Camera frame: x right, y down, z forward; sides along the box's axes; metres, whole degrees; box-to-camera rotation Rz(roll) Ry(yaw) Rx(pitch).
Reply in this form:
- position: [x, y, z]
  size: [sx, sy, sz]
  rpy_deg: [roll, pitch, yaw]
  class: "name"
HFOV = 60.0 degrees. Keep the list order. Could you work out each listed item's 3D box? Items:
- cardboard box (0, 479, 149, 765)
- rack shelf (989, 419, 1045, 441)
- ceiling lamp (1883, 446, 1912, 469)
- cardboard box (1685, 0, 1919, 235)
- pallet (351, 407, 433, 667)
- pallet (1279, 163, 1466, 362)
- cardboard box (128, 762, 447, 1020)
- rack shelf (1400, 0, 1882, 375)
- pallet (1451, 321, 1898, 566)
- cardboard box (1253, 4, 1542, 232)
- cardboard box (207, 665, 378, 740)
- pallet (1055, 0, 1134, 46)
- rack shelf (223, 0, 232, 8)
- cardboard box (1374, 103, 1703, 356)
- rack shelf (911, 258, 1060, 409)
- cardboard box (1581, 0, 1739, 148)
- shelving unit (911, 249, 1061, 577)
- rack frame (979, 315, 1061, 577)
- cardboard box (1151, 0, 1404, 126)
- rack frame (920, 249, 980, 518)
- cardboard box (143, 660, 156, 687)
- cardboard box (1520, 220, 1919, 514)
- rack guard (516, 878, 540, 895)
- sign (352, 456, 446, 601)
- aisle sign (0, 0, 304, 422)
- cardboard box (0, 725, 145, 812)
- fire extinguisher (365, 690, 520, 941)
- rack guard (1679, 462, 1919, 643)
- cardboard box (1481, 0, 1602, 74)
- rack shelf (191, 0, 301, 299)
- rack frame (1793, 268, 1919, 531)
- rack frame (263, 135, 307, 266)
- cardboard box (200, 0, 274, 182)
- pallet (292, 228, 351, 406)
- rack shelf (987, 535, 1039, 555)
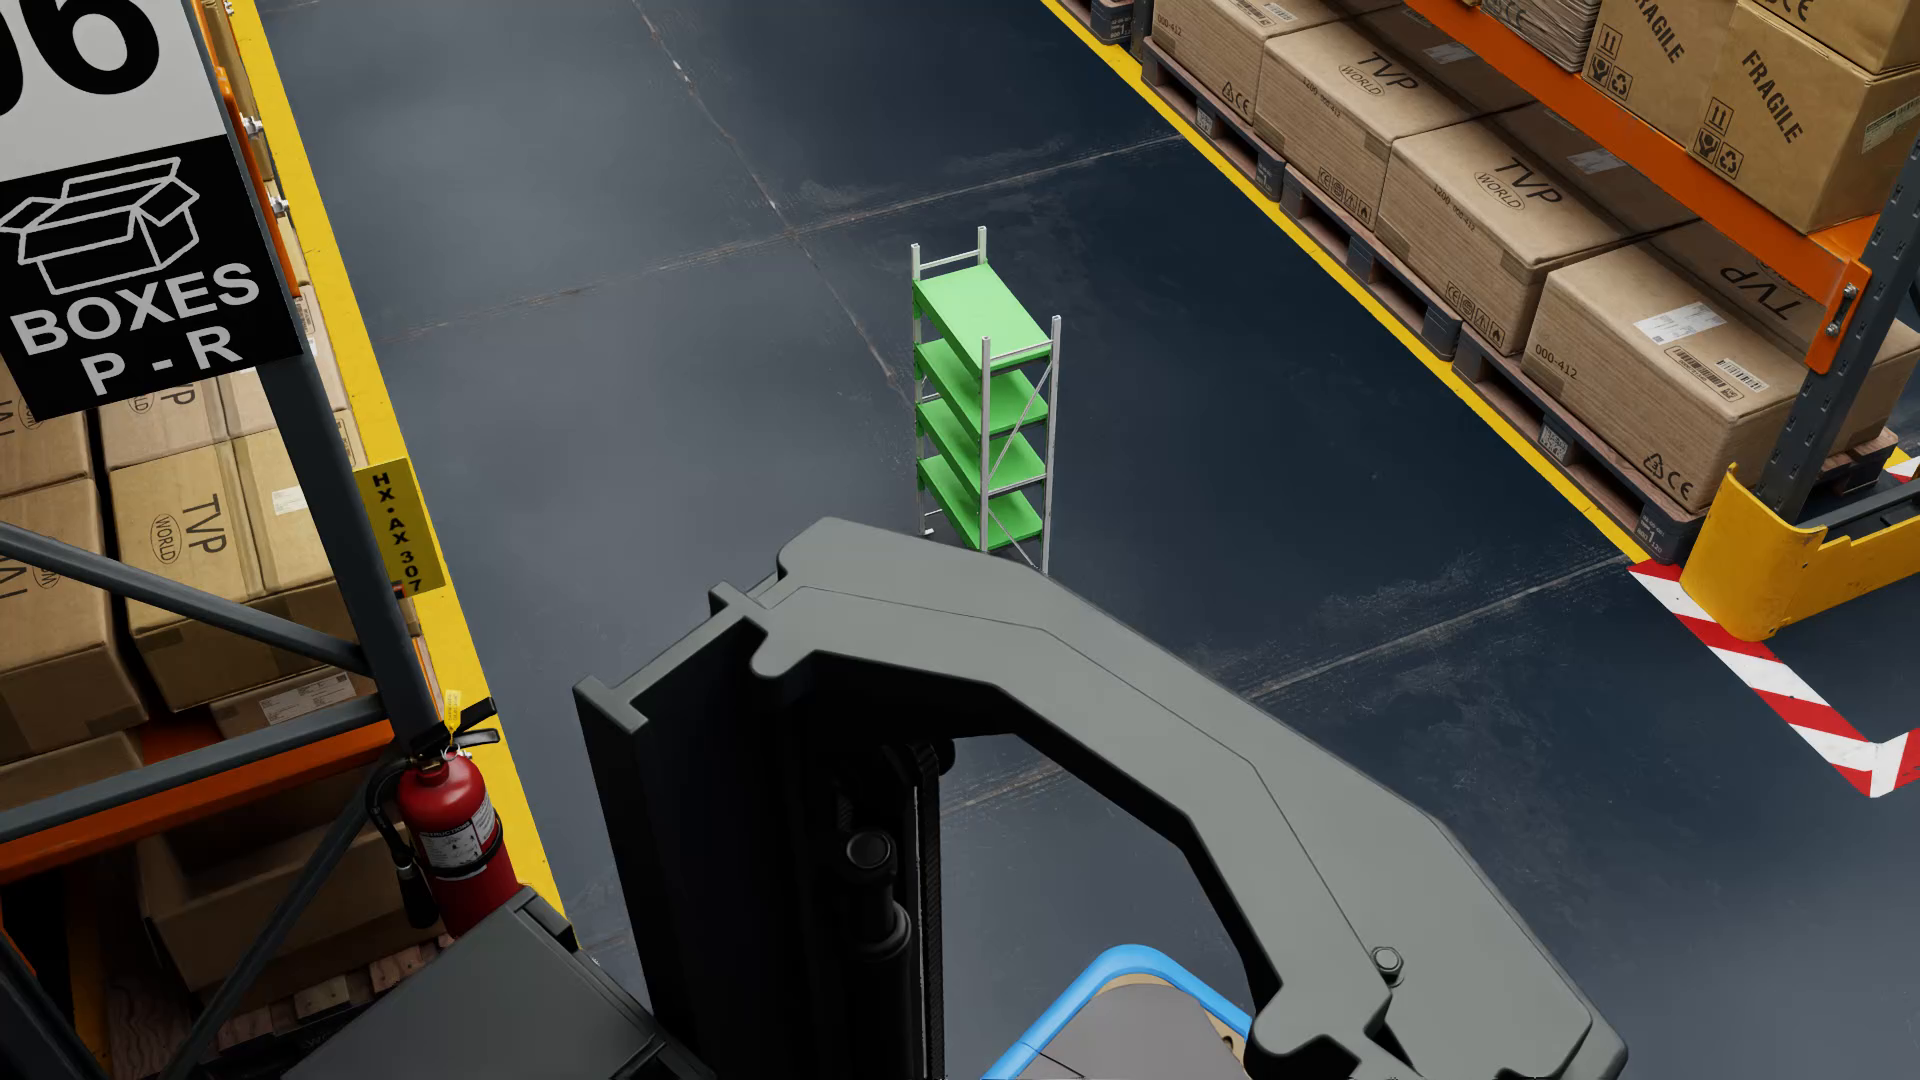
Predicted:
- position: [-1.943, 0.185, 3.322]
  size: [0.500, 0.250, 0.500]
  rpy_deg: [-17, 47, -16]
  class: "cardboard box"
- position: [0.070, -0.467, 5.078]
  size: [0.199, 0.029, 0.442]
  rpy_deg: [-18, 47, -17]
  class: "rack shelf"
- position: [2.675, -1.378, 7.146]
  size: [0.159, 0.001, 3.459]
  rpy_deg: [-18, 47, -17]
  class: "ceiling lamp"
- position: [2.551, -1.281, 4.841]
  size: [0.500, 0.500, 0.500]
  rpy_deg: [-18, 47, -17]
  class: "cardboard box"
- position: [-2.386, 0.112, 5.486]
  size: [1.003, 0.211, 1.213]
  rpy_deg: [-18, 47, -17]
  class: "pallet"
- position: [2.077, -1.286, 6.903]
  size: [1.003, 0.211, 1.213]
  rpy_deg: [-18, 47, -17]
  class: "pallet"
- position: [-1.680, 0.774, 4.309]
  size: [0.797, 0.503, 0.637]
  rpy_deg: [-20, 48, -19]
  class: "cardboard box"
- position: [2.153, -2.034, 6.188]
  size: [1.077, 0.370, 4.000]
  rpy_deg: [-18, 47, -17]
  class: "rack shelf"
- position: [2.586, -0.510, 6.116]
  size: [1.003, 0.211, 1.213]
  rpy_deg: [-18, 47, -17]
  class: "pallet"
- position: [1.855, -1.800, 6.964]
  size: [0.875, 0.438, 0.875]
  rpy_deg: [-19, 48, -19]
  class: "cardboard box"
- position: [-1.398, 0.251, 3.539]
  size: [0.380, 0.149, 0.250]
  rpy_deg: [-18, 48, -18]
  class: "cardboard box"
- position: [0.919, -3.042, 8.683]
  size: [1.003, 0.211, 1.213]
  rpy_deg: [-18, 47, -17]
  class: "pallet"
- position: [-4.031, -3.115, 7.284]
  size: [1.077, 0.370, 4.000]
  rpy_deg: [-18, 47, -17]
  class: "rack shelf"
- position: [2.233, -1.225, 6.381]
  size: [0.875, 0.438, 0.875]
  rpy_deg: [-17, 47, -16]
  class: "cardboard box"
- position: [0.070, -0.618, 4.929]
  size: [0.258, 0.148, 0.480]
  rpy_deg: [-18, 47, -17]
  class: "rack shelf"
- position: [2.353, -1.605, 5.170]
  size: [0.500, 0.500, 0.500]
  rpy_deg: [-19, 48, -18]
  class: "cardboard box"
- position: [4.177, -4.790, 9.751]
  size: [13.061, 1.200, 8.595]
  rpy_deg: [-18, 47, -17]
  class: "shelving unit"
- position: [0.172, -0.166, 5.064]
  size: [0.240, 1.200, 0.015]
  rpy_deg: [-18, 47, -17]
  class: "rack frame"
- position: [1.478, -2.371, 7.542]
  size: [0.875, 0.438, 0.875]
  rpy_deg: [-19, 48, -18]
  class: "cardboard box"
- position: [-0.034, -0.477, 5.379]
  size: [0.228, 1.046, 0.006]
  rpy_deg: [-18, 47, -17]
  class: "rack frame"
- position: [-1.942, 0.230, 3.560]
  size: [0.380, 0.149, 0.250]
  rpy_deg: [-17, 47, -16]
  class: "cardboard box"
- position: [2.625, -0.645, 5.793]
  size: [0.875, 0.438, 0.875]
  rpy_deg: [-20, 48, -19]
  class: "cardboard box"
- position: [-1.540, 1.294, 4.083]
  size: [1.175, 0.500, 0.348]
  rpy_deg: [-18, 47, -17]
  class: "rack guard"
- position: [-1.016, -0.016, 3.014]
  size: [0.100, 0.325, 0.005]
  rpy_deg: [-18, 47, -17]
  class: "sign"
- position: [-1.213, -0.516, 2.287]
  size: [0.394, 0.787, 0.004]
  rpy_deg: [-18, 47, -17]
  class: "aisle sign"
- position: [-1.891, 0.410, 3.378]
  size: [0.380, 0.149, 0.250]
  rpy_deg: [-19, 48, -18]
  class: "cardboard box"
- position: [-1.027, 0.570, 3.358]
  size: [0.296, 0.674, 0.183]
  rpy_deg: [-18, 47, -17]
  class: "fire extinguisher"
- position: [3.004, -0.111, 5.506]
  size: [1.175, 0.500, 0.348]
  rpy_deg: [-18, 47, -17]
  class: "rack guard"
- position: [2.128, -1.930, 5.499]
  size: [0.500, 0.500, 0.500]
  rpy_deg: [-17, 47, -16]
  class: "cardboard box"
- position: [-2.349, -1.634, 3.647]
  size: [1.077, 0.370, 4.000]
  rpy_deg: [-18, 47, -17]
  class: "rack shelf"
- position: [2.990, -1.015, 4.643]
  size: [0.949, 2.616, 0.053]
  rpy_deg: [-18, 47, -17]
  class: "rack frame"
- position: [-3.190, -2.097, 5.739]
  size: [1.000, 3.000, 0.127]
  rpy_deg: [-18, 47, -17]
  class: "rack frame"
- position: [-2.086, -1.192, 4.183]
  size: [0.500, 0.500, 0.500]
  rpy_deg: [-17, 47, -16]
  class: "cardboard box"
- position: [-2.903, -0.666, 6.275]
  size: [1.003, 0.211, 1.213]
  rpy_deg: [-18, 47, -17]
  class: "pallet"
- position: [0.070, -0.126, 5.415]
  size: [0.199, 0.029, 0.442]
  rpy_deg: [-18, 47, -17]
  class: "rack shelf"
